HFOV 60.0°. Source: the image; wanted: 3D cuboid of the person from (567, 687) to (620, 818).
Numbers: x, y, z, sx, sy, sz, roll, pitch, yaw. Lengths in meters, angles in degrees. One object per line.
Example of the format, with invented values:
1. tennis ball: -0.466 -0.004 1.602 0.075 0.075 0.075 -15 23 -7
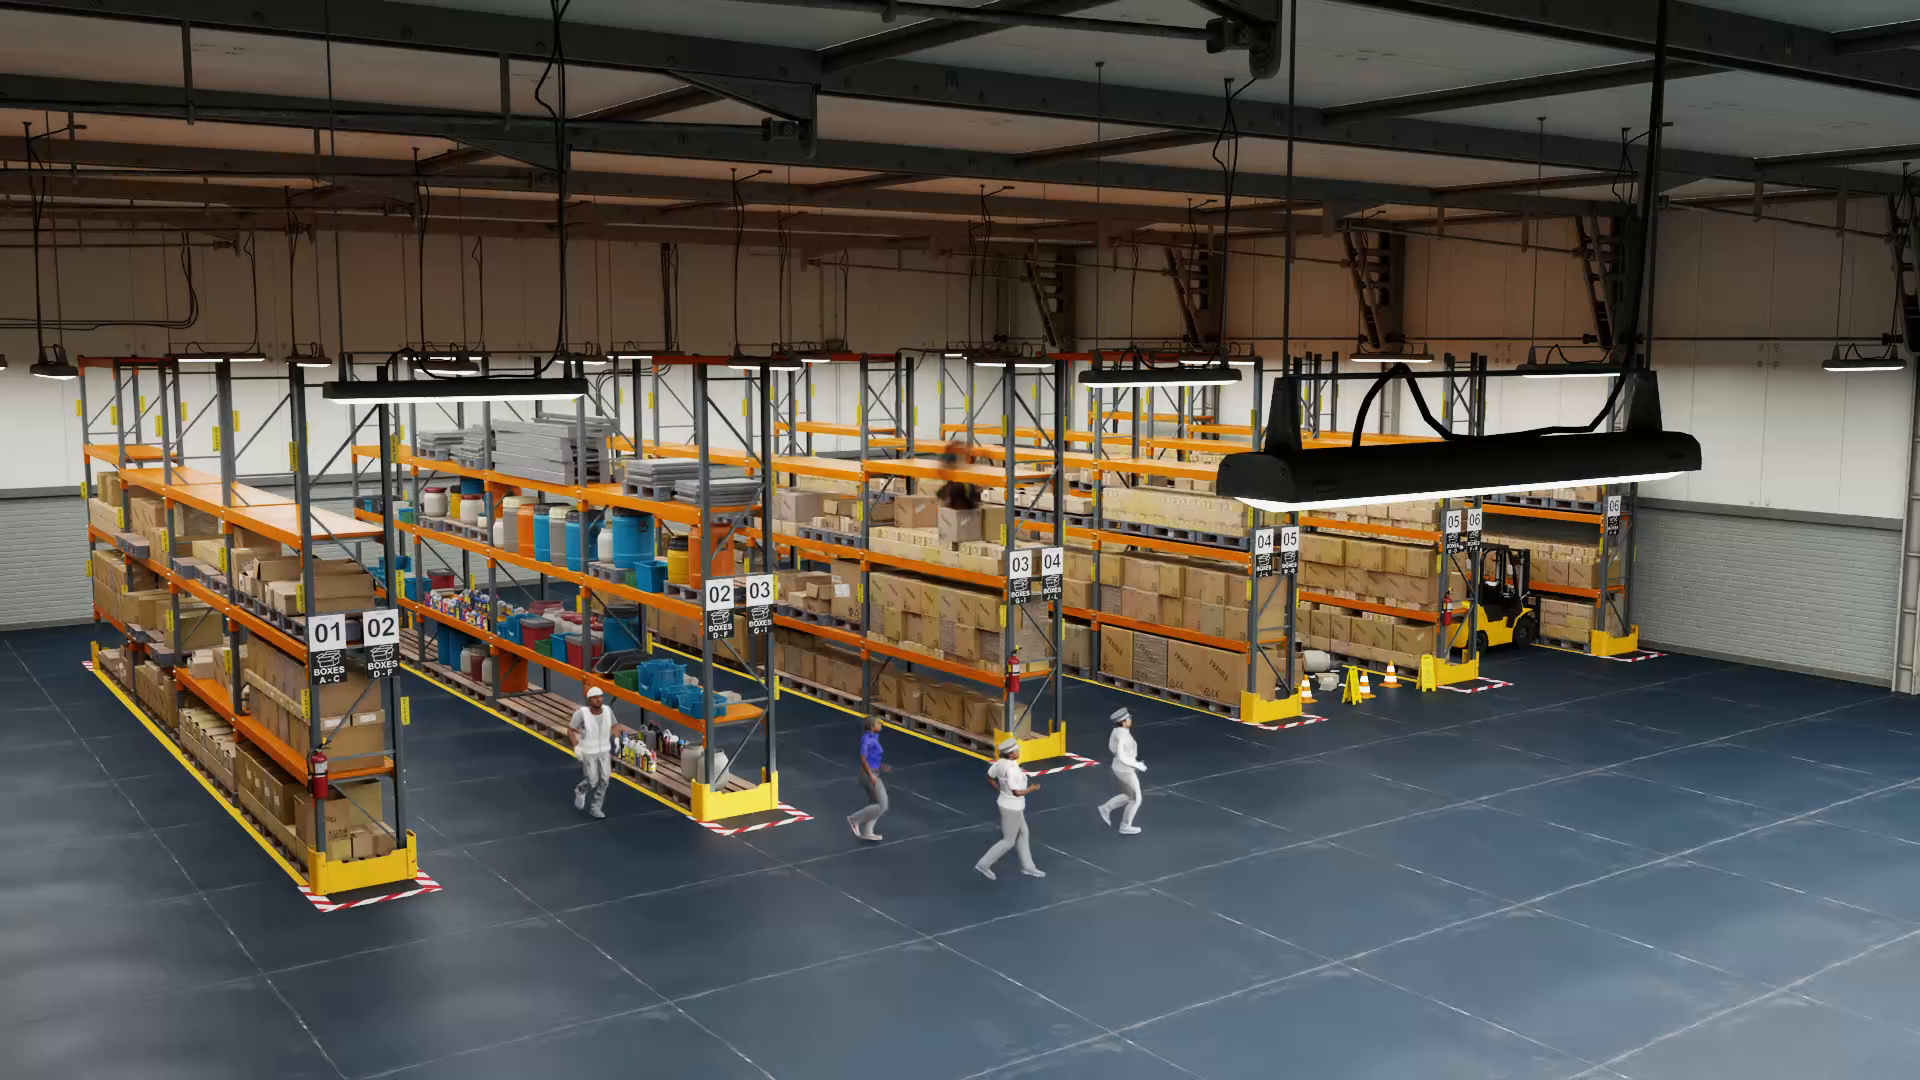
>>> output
1. person: -4.838 2.801 22.082 0.694 1.741 0.584 -5 9 -38

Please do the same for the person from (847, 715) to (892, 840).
1. person: -1.138 3.006 20.963 0.587 1.621 0.607 -1 7 -8

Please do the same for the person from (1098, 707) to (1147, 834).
1. person: 2.072 2.943 21.243 0.579 1.646 0.613 -1 7 -6

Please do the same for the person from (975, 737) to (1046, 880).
1. person: 0.590 3.127 19.331 0.876 1.699 0.581 -1 7 -12
